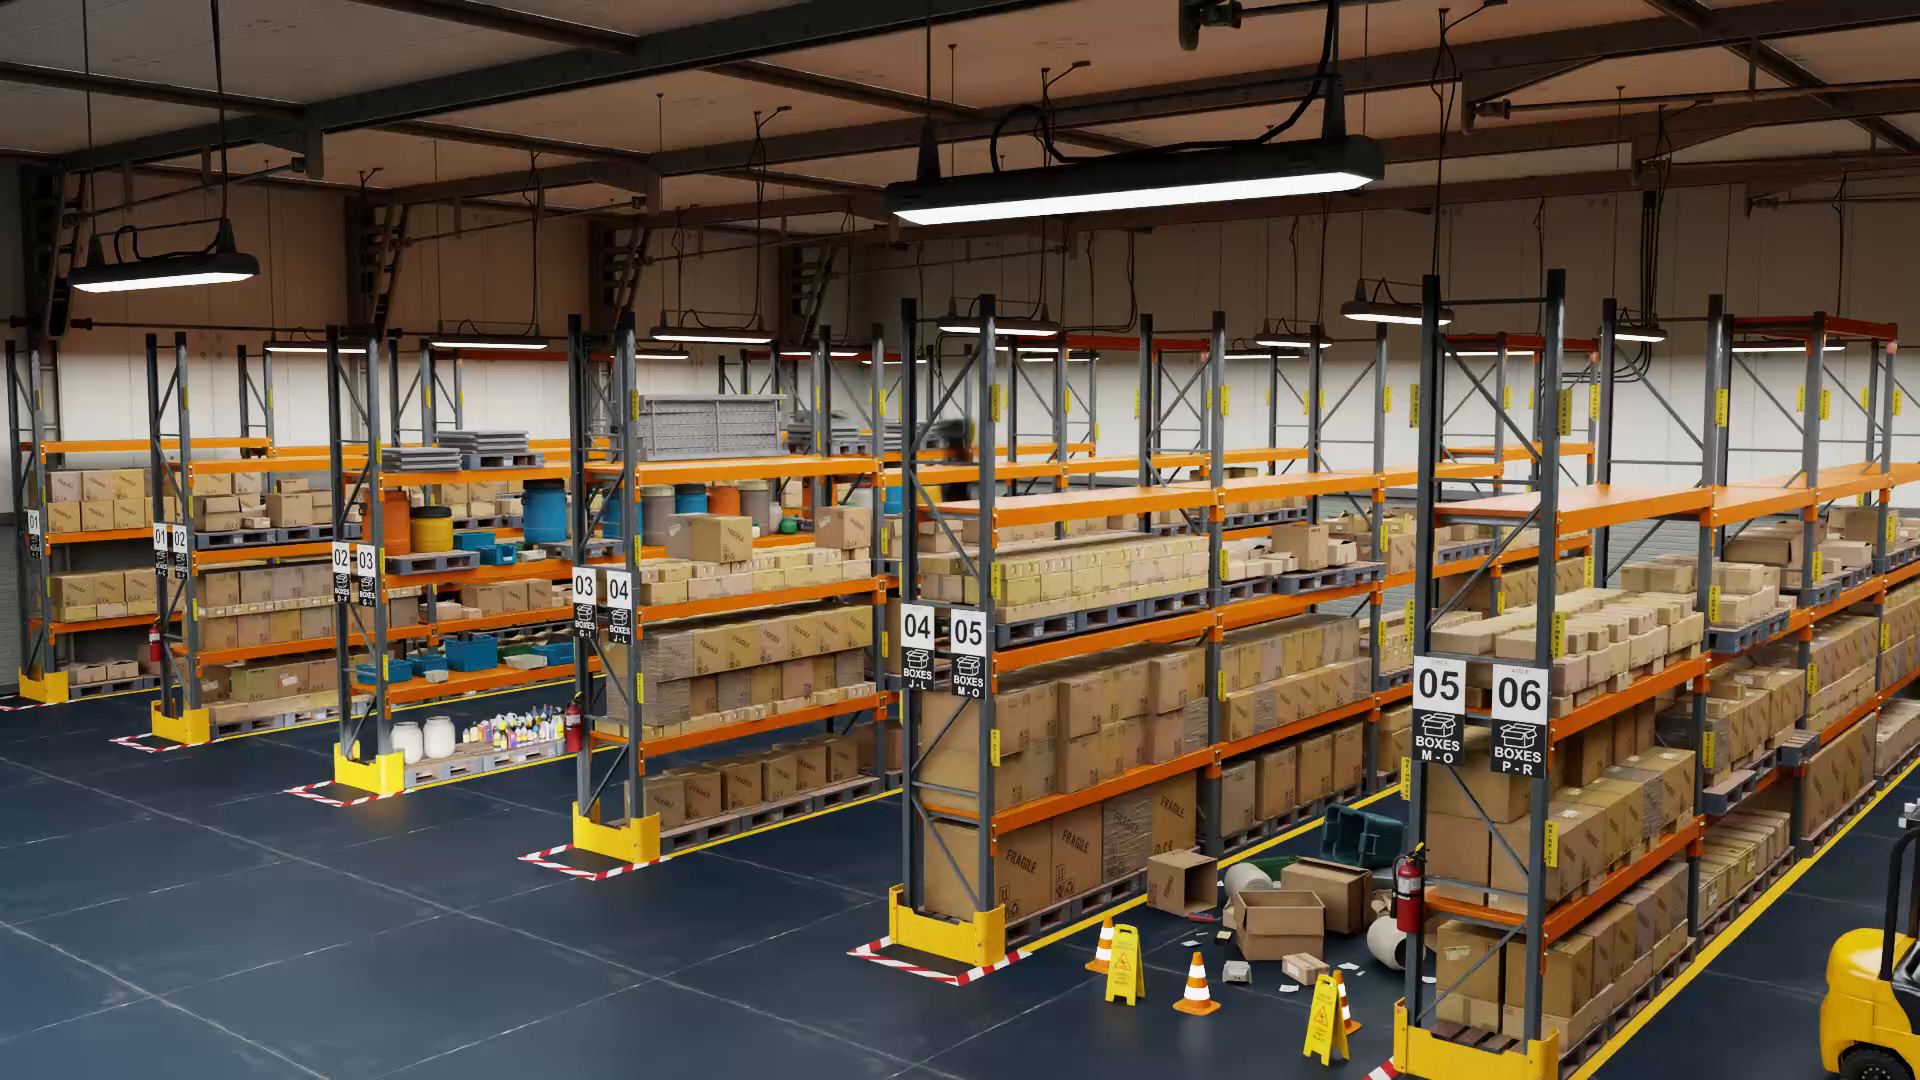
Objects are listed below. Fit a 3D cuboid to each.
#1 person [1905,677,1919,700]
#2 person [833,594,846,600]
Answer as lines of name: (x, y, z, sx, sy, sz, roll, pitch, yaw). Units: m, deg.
person: (15.635, 1.866, 26.793, 0.865, 1.845, 0.684, 2, 5, 19)
person: (-2.291, 1.402, 32.663, 0.522, 1.695, 0.783, 4, 7, 39)
